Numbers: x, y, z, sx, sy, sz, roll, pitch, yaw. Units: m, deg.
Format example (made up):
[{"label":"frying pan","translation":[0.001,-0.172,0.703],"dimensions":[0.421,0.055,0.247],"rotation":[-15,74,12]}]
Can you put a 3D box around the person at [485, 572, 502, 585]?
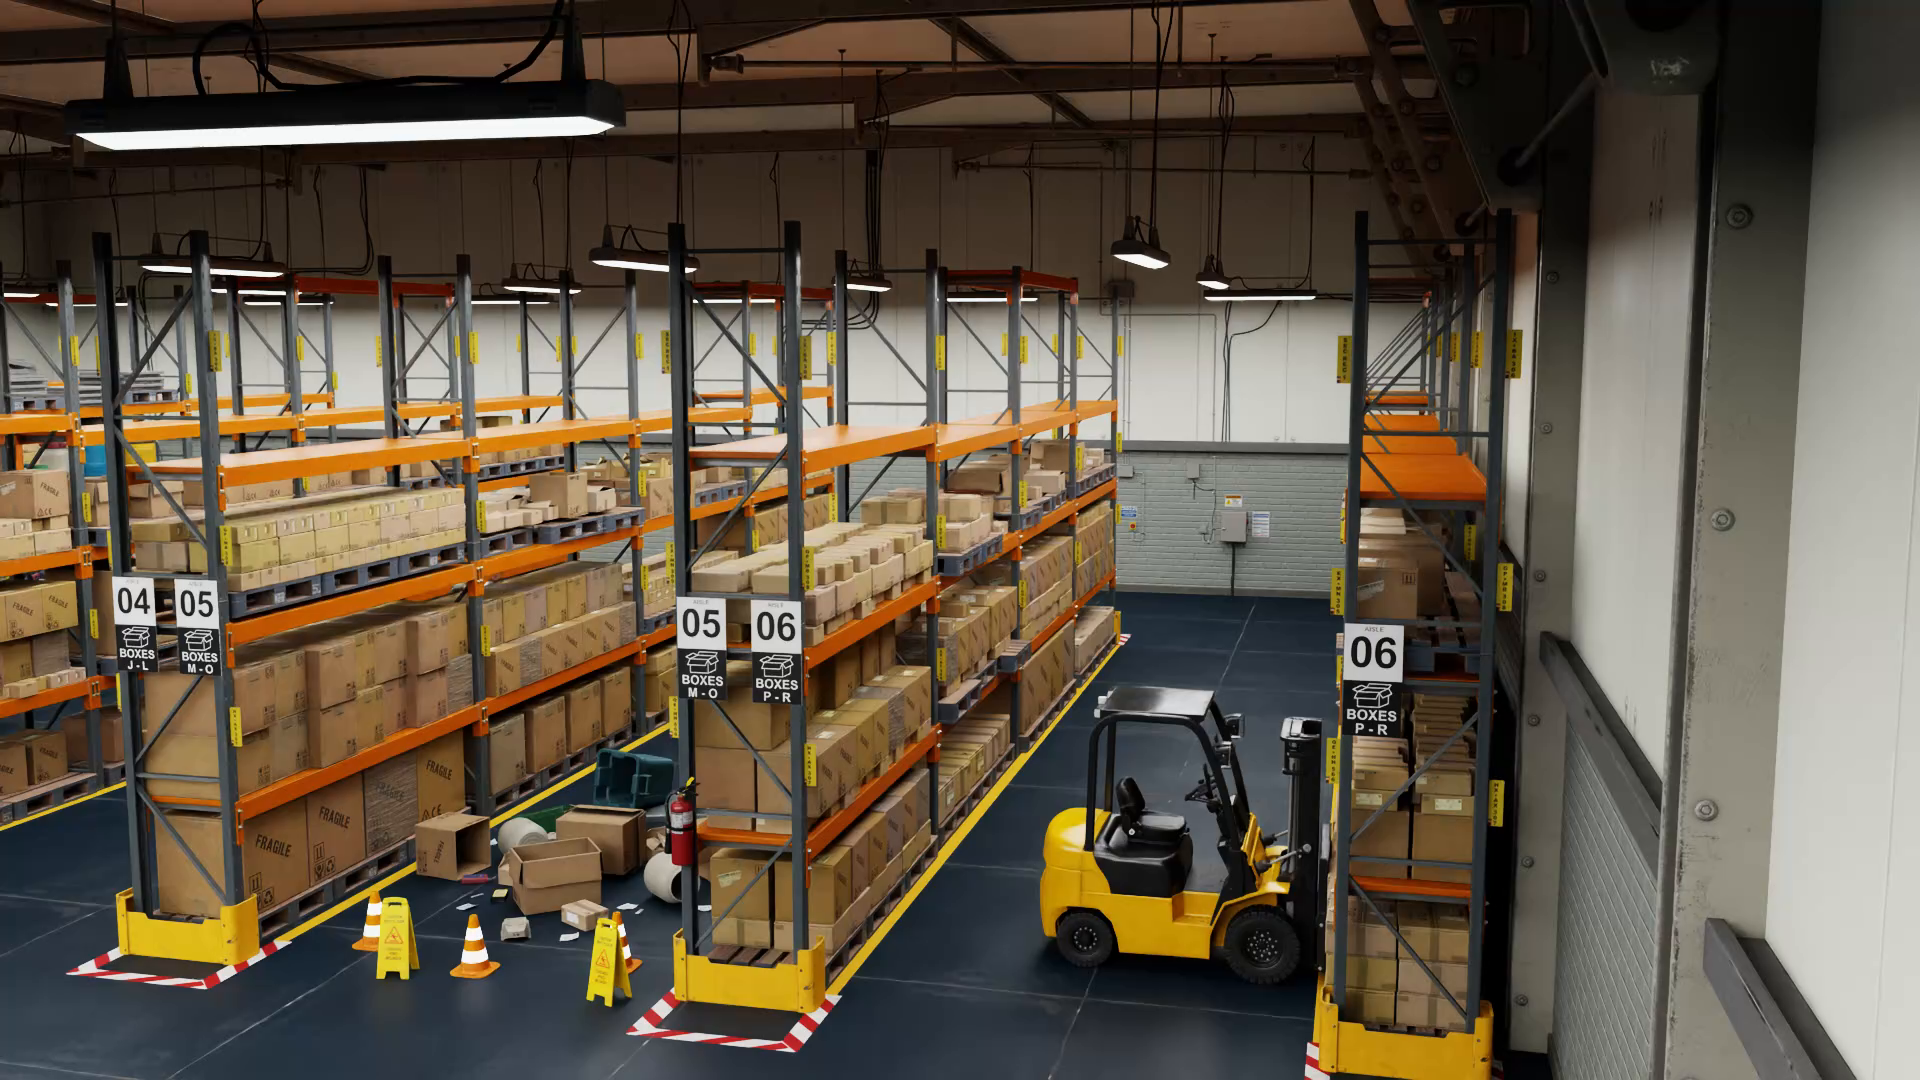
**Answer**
[{"label":"person","translation":[-7.102,1.202,25.508],"dimensions":[0.522,1.618,0.914],"rotation":[1,7,10]}]

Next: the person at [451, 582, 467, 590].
[{"label":"person","translation":[-7.260,1.368,24.068],"dimensions":[0.506,1.574,0.443],"rotation":[6,9,38]}]
